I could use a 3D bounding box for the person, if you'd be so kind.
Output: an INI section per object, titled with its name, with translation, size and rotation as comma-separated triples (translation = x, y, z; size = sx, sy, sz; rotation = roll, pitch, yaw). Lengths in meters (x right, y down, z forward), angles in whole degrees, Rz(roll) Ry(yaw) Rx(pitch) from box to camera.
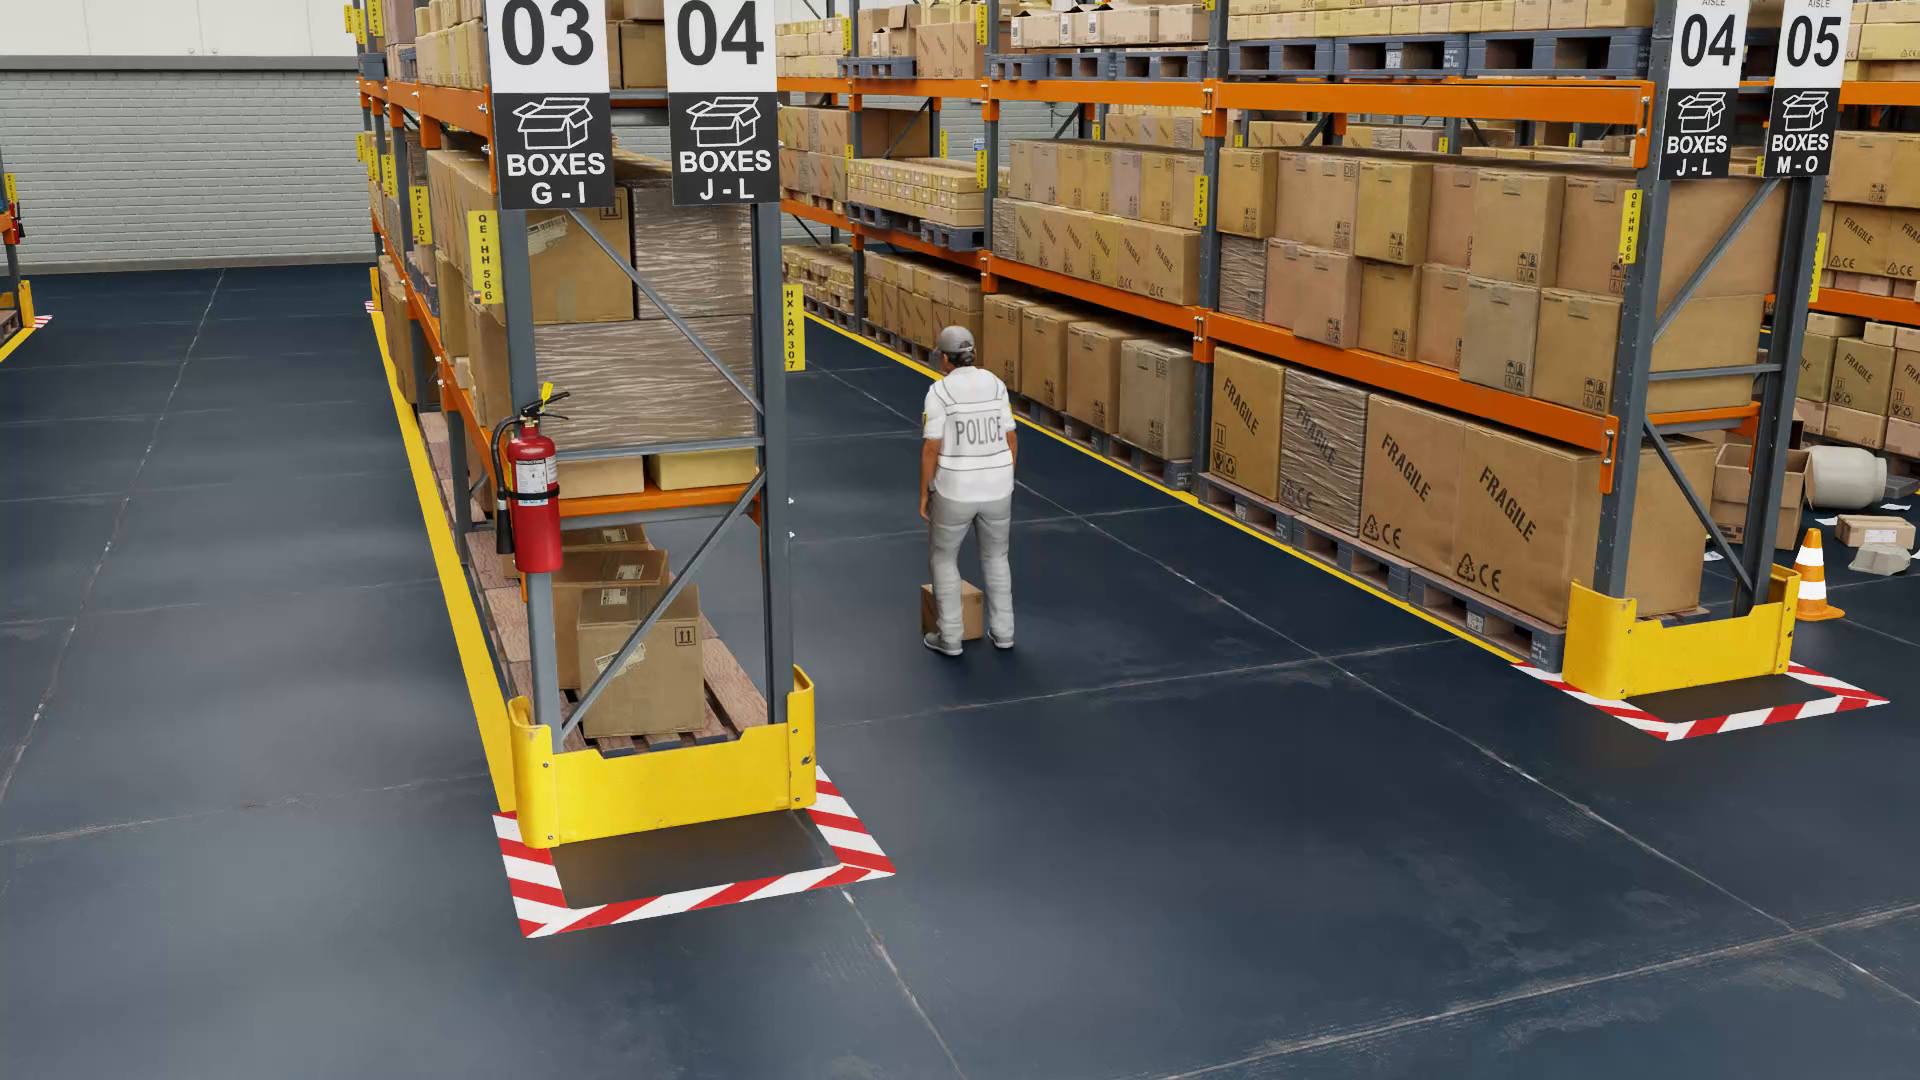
[person]
translation = 0.041, -0.248, 8.398
size = 0.557, 1.665, 0.467
rotation = -7, 17, -23
